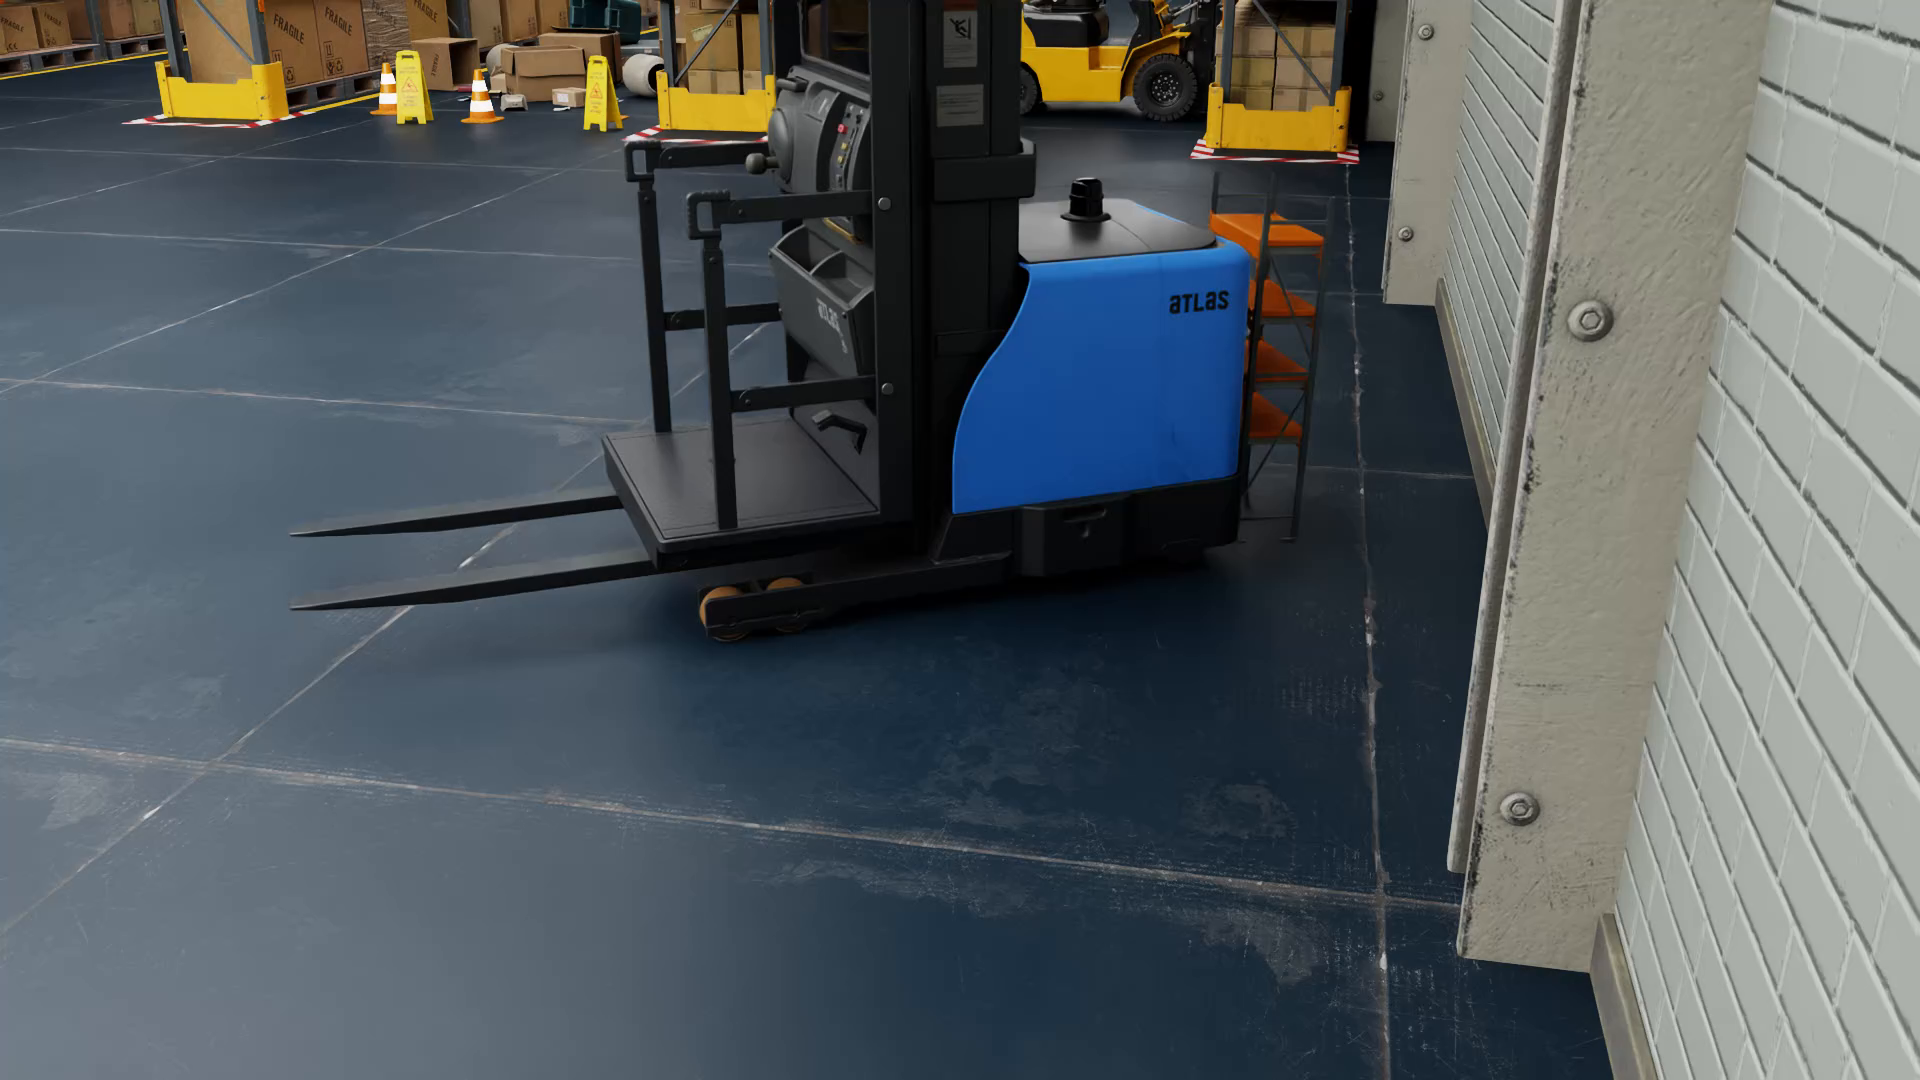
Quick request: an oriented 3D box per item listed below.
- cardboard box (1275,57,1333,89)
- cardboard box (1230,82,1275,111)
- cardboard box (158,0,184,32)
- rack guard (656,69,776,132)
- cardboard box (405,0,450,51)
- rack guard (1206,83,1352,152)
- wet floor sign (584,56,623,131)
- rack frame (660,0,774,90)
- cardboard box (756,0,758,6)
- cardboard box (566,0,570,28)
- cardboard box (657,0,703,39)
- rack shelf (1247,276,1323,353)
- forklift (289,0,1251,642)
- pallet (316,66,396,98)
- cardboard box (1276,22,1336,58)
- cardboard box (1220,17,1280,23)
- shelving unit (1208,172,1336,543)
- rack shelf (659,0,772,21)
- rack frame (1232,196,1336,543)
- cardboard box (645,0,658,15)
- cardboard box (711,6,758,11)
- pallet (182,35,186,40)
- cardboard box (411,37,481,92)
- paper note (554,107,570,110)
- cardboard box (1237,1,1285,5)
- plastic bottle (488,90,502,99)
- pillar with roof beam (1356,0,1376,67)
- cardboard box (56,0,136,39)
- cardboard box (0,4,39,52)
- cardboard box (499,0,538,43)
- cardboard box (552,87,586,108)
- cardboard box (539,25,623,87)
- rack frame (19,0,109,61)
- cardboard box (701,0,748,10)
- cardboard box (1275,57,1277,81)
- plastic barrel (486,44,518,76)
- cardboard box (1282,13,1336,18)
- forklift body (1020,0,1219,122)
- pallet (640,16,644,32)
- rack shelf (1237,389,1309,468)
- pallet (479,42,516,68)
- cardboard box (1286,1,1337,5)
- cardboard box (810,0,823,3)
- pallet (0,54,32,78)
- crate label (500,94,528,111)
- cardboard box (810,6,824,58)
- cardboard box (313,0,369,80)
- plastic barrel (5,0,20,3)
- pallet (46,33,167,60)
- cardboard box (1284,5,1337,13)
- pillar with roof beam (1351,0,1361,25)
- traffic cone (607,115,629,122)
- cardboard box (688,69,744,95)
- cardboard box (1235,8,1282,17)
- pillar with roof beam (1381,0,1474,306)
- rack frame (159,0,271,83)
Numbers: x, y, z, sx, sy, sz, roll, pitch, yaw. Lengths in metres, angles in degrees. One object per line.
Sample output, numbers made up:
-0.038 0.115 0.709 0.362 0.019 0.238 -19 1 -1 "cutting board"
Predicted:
2.996 -4.058 14.364 0.500 0.250 0.500 5 22 12 "cardboard box"
2.483 -3.866 14.556 0.500 0.250 0.500 5 22 11 "cardboard box"
-10.673 -6.991 21.954 0.700 0.500 0.500 3 22 6 "cardboard box"
-2.148 -3.996 15.106 1.175 0.500 0.348 4 22 11 "rack guard"
-6.410 -5.915 18.808 0.875 0.875 0.875 5 22 12 "cardboard box"
2.692 -3.582 14.079 1.175 0.500 0.348 4 22 11 "rack guard"
-3.249 -4.048 15.040 0.267 0.644 0.232 13 25 29 "wet floor sign"
-2.163 -5.128 14.570 1.000 3.000 0.127 4 22 11 "rack frame"
-2.136 -5.336 16.334 0.380 0.149 0.250 5 23 13 "cardboard box"
-5.610 -7.329 22.486 1.050 0.750 0.750 4 22 10 "cardboard box"
-3.096 -5.907 18.838 0.500 0.500 0.500 4 22 11 "cardboard box"
1.040 -0.789 5.776 0.258 0.148 0.480 -3 22 -12 "rack shelf"
-0.623 -1.271 5.086 3.031 2.935 1.130 -8 23 -19 "forklift"
-6.692 -4.918 17.782 1.003 0.211 1.213 4 22 11 "pallet"
2.980 -4.295 14.283 0.500 0.250 0.500 4 22 10 "cardboard box"
2.584 -4.513 14.825 0.500 0.250 0.500 5 22 12 "cardboard box"
1.035 -0.644 5.834 0.258 1.200 0.503 -3 22 -12 "shelving unit"
-1.755 -5.525 16.521 1.077 0.370 4.000 4 22 11 "rack shelf"
1.086 -0.554 5.612 0.240 1.200 0.015 -3 22 -12 "rack frame"
-4.804 -8.041 24.587 0.500 0.500 0.500 4 22 10 "cardboard box"
-2.152 -4.899 16.117 0.500 0.500 0.500 5 23 13 "cardboard box"
-10.393 -7.230 23.522 1.003 0.211 1.213 4 22 11 "pallet"
-5.526 -5.127 17.910 0.500 0.500 0.500 8 23 20 "cardboard box"
-3.919 -4.248 16.360 0.148 0.019 0.142 -3 22 -8 "paper note"
2.993 -5.257 16.673 0.500 0.250 0.500 4 22 11 "cardboard box"
-4.833 -4.634 17.278 0.133 0.061 0.283 -3 22 -8 "plastic bottle"
0.731 -10.242 19.238 9.100 9.000 0.400 4 22 11 "pillar with roof beam"
-10.902 -6.613 21.017 0.700 0.500 0.500 3 22 7 "cardboard box"
-11.279 -6.028 19.590 0.500 0.500 0.500 12 25 28 "cardboard box"
-5.974 -6.669 20.846 1.050 0.750 0.750 4 22 11 "cardboard box"
-3.873 -4.438 16.675 0.380 0.149 0.250 18 28 38 "cardboard box"
-4.100 -5.211 17.936 0.797 0.637 0.503 4 22 11 "cardboard box"
-11.048 -7.346 20.078 1.000 3.000 0.127 4 22 11 "rack frame"
-2.246 -5.148 15.867 0.380 0.149 0.250 5 22 12 "cardboard box"
2.603 -4.286 14.931 0.500 0.250 0.500 4 22 10 "cardboard box"
-4.943 -5.204 18.209 0.421 0.421 0.512 -16 27 -35 "plastic barrel"
3.191 -4.660 15.190 0.500 0.250 0.500 4 22 11 "cardboard box"
1.298 -5.190 15.860 2.313 2.155 1.214 4 22 11 "forklift body"
-5.236 -7.386 23.910 1.003 0.211 1.213 4 22 11 "pallet"
1.027 -0.396 5.932 0.258 0.148 0.480 -3 22 -12 "rack shelf"
-6.130 -5.925 20.284 1.003 0.211 1.213 4 22 11 "pallet"
3.602 -5.402 17.031 0.500 0.250 0.500 5 22 12 "cardboard box"
-1.410 -5.248 16.984 0.500 0.500 0.500 6 23 14 "cardboard box"
-11.398 -5.357 18.872 1.003 0.211 1.213 4 22 11 "pallet"
-4.395 -4.308 16.367 0.250 0.136 0.298 -7 23 -17 "crate label"
-1.621 -4.869 16.043 0.500 0.500 0.500 4 22 9 "cardboard box"
-6.778 -5.252 17.162 0.875 0.875 0.875 4 22 10 "cardboard box"
-14.970 -8.621 26.012 0.421 0.512 0.421 0 22 0 "plastic barrel"
-10.891 -6.337 21.307 1.003 0.211 1.213 4 22 11 "pallet"
3.397 -5.032 16.112 0.500 0.250 0.500 5 22 11 "cardboard box"
1.955 -12.436 24.687 9.100 9.000 0.400 4 22 11 "pillar with roof beam"
-3.338 -4.207 15.679 0.336 0.463 0.334 4 22 11 "traffic cone"
-2.257 -4.372 15.812 0.500 0.250 0.500 4 22 11 "cardboard box"
2.788 -4.883 15.743 0.500 0.250 0.500 4 22 10 "cardboard box"
-1.717 -5.853 8.341 9.100 9.000 0.400 4 22 11 "pillar with roof beam"
-7.030 -5.468 15.415 1.000 3.000 0.127 4 22 11 "rack frame"
